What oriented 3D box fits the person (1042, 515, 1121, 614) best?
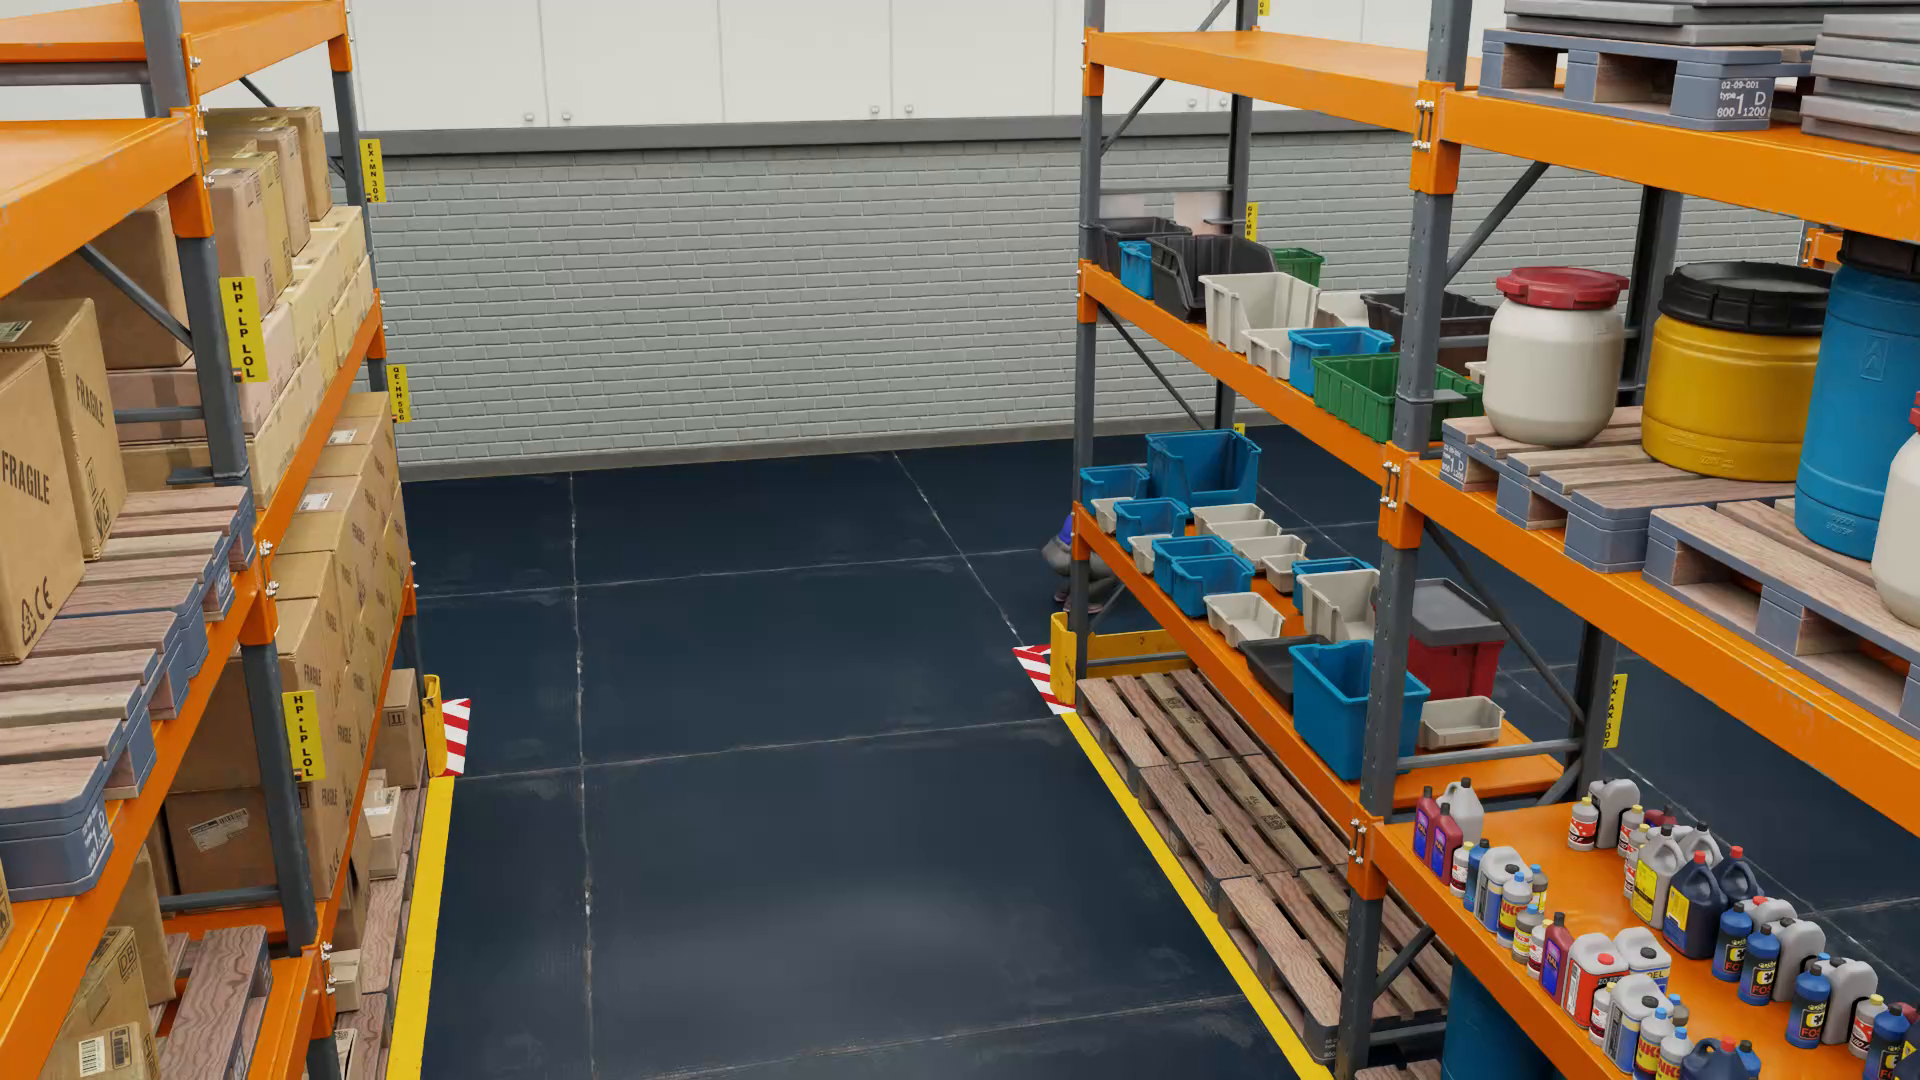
[{"bbox_3d":[1.002,0.043,12.079,0.827,0.913,0.499,-5,20,-12],"label":"person"}]
